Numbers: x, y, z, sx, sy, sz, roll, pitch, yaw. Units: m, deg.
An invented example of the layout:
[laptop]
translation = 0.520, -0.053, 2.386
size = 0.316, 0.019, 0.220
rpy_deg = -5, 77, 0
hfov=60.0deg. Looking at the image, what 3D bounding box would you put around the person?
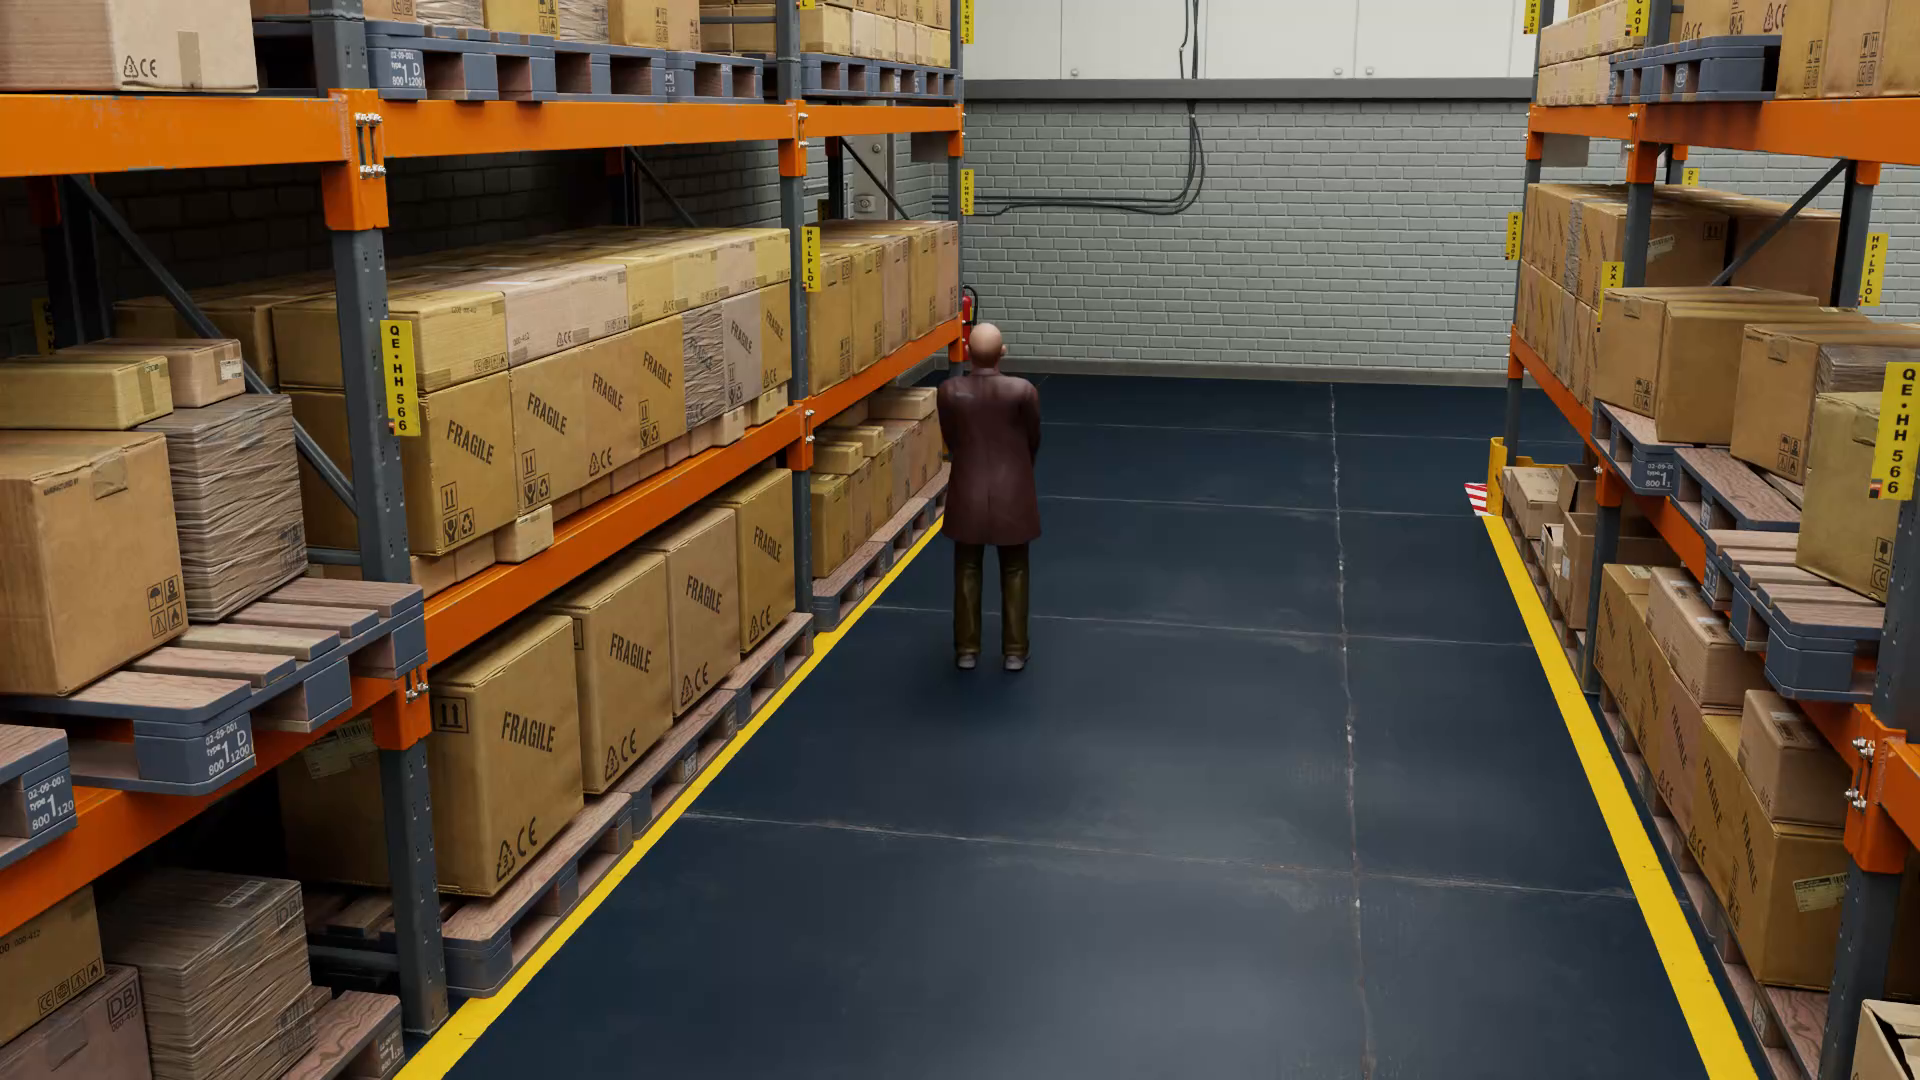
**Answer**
[person]
translation = 0.163, -0.246, 8.509
size = 0.530, 1.769, 0.563
rpy_deg = 2, 15, 7
